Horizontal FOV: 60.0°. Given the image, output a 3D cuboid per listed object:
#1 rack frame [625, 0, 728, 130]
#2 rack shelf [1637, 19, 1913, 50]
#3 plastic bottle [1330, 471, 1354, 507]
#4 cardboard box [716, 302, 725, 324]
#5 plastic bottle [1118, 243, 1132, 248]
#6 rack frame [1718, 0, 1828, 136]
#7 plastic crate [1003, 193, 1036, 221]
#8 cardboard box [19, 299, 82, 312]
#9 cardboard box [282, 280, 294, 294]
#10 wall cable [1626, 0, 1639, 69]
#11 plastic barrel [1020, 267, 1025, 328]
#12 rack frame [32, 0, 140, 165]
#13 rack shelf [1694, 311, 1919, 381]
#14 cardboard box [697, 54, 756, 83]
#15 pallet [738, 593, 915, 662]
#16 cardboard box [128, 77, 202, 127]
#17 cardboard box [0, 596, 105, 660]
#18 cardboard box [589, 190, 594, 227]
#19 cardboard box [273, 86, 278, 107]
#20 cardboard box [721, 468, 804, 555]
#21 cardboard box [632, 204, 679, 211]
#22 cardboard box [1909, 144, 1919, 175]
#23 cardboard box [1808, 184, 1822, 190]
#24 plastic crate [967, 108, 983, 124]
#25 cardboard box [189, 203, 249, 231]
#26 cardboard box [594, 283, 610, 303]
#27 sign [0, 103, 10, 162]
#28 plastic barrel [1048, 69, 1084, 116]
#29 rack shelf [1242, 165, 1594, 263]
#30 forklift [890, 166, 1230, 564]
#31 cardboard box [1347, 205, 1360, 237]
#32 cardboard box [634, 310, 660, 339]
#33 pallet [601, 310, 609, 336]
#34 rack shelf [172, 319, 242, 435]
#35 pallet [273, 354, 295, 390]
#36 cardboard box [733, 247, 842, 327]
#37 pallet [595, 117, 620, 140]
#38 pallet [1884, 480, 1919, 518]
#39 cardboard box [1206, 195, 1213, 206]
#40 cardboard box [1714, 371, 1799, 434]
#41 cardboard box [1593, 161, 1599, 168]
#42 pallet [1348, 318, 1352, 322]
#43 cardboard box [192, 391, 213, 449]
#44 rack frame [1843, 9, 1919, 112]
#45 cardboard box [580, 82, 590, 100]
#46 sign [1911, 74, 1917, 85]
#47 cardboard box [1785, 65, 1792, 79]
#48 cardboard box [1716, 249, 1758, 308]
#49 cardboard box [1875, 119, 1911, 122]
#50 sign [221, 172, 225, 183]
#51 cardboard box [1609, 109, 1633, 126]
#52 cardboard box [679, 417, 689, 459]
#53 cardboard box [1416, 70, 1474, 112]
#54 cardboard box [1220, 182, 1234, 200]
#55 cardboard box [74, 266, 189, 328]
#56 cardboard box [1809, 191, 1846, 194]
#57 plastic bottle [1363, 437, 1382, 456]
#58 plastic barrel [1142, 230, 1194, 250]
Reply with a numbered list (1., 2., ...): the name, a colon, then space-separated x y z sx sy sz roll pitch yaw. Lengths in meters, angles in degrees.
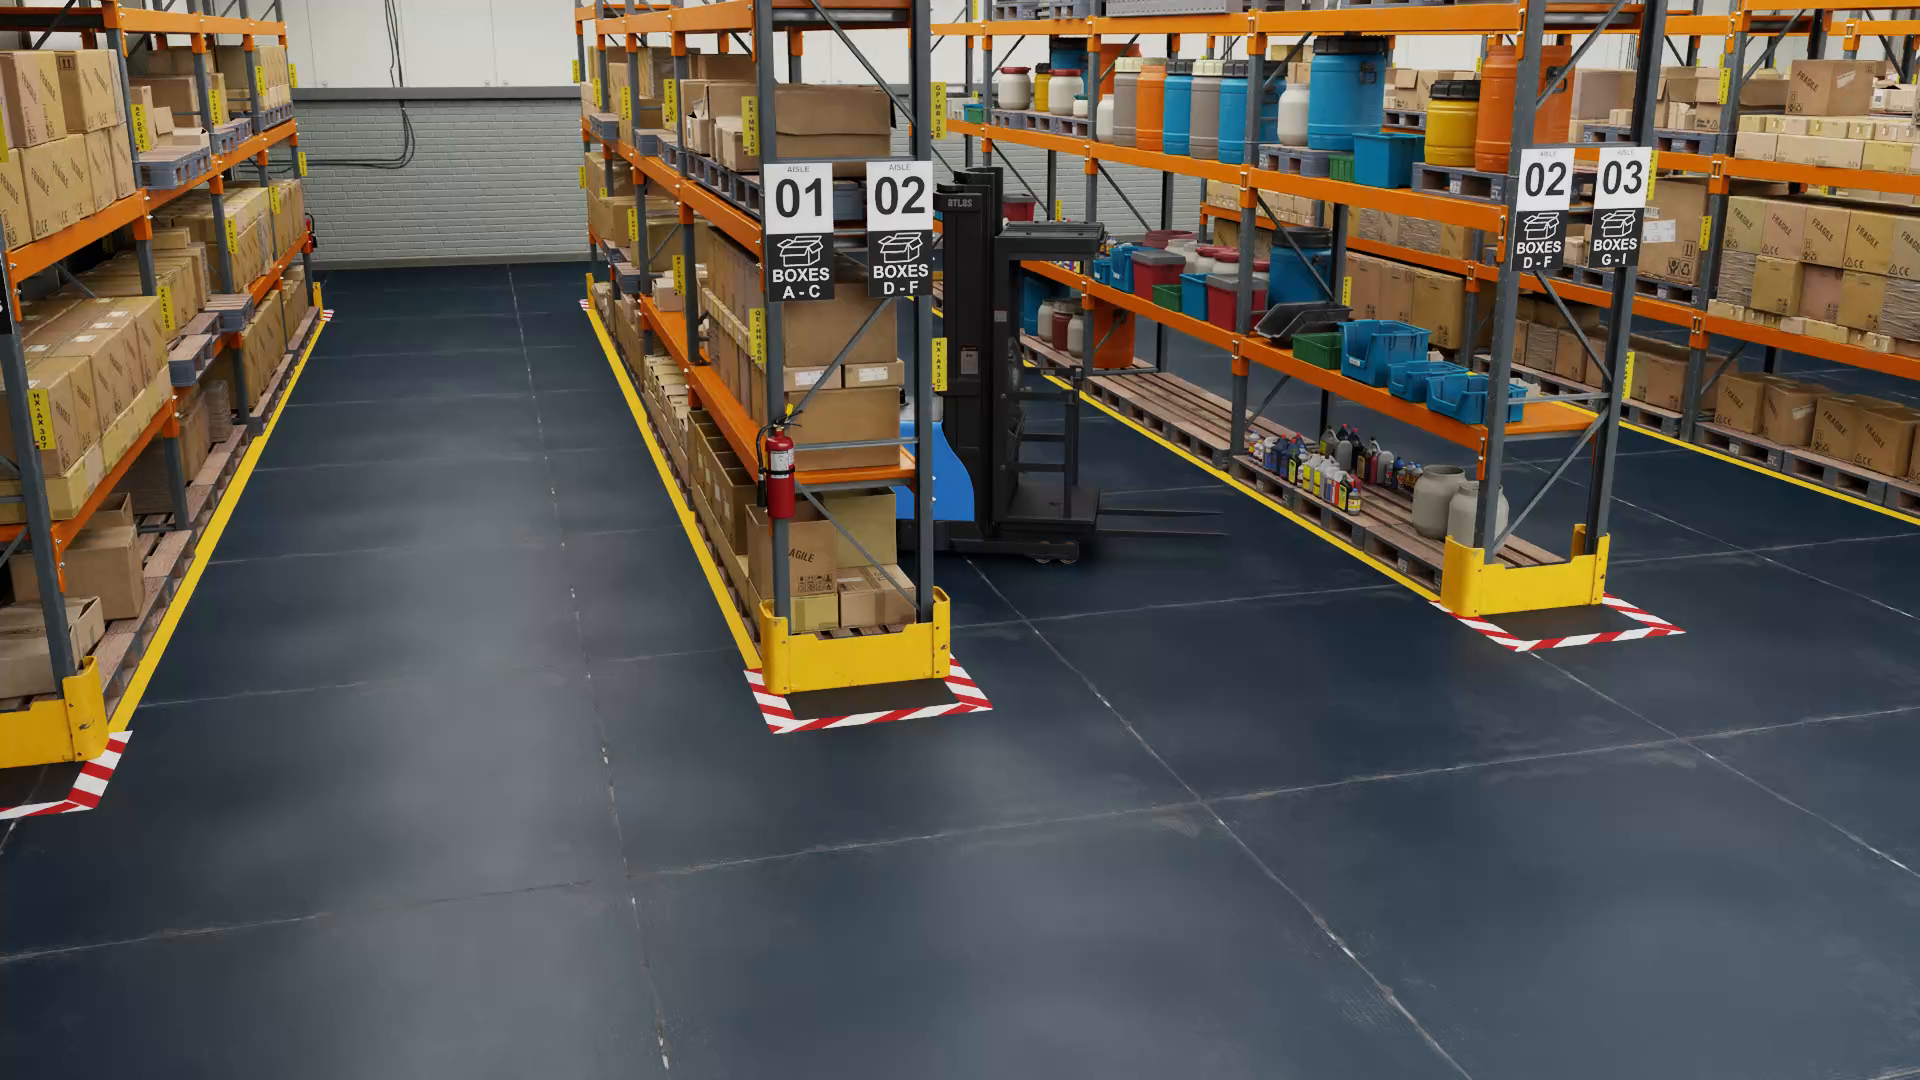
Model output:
1. rack frame: -2.863 -5.664 16.665 1.000 3.000 0.127 -5 17 -15
2. rack shelf: 10.910 -6.827 22.484 1.077 0.370 4.000 -5 17 -15
3. plastic bottle: 3.130 -0.420 13.605 0.152 0.276 0.135 -5 17 -15
4. cardboard box: -1.661 -1.740 12.729 0.380 0.149 0.250 -5 17 -16
5. plastic bottle: 1.965 -3.395 19.755 0.152 0.276 0.135 -5 17 -15
6. rack frame: 7.762 -5.339 15.585 1.000 3.000 0.127 -5 17 -15
7. plastic crate: 0.797 -4.614 23.382 0.402 0.464 0.583 -5 17 -15
8. cardboard box: -6.597 -1.442 11.960 0.500 0.500 0.500 -5 17 -17
9. cardboard box: -8.893 -3.287 21.669 0.380 0.149 0.250 -5 17 -17
10. wall cable: 15.571 -11.280 35.296 2.988 3.039 0.133 -5 17 -15
11. plastic barrel: 0.934 -3.332 22.247 0.600 0.901 0.708 -5 17 -15
12. rack frame: -6.526 -4.164 11.674 1.000 3.000 0.127 -5 17 -15
13. rack shelf: 8.312 -1.568 14.710 1.077 0.370 4.000 -5 17 -15
14. cardboard box: -1.895 -3.783 13.844 0.500 0.500 0.500 -4 17 -15
15. pallet: -0.915 0.550 11.255 1.003 0.211 1.213 -5 17 -15
16. cardboard box: -8.010 -4.365 16.617 0.700 0.500 0.500 -6 18 -18
17. cardboard box: -5.687 0.536 10.363 0.500 0.311 0.500 -3 17 -11
18. cardboard box: -5.046 -4.765 23.928 0.500 0.500 0.500 -5 17 -16
19. cardboard box: -8.935 -5.613 21.068 0.500 0.250 0.500 -5 17 -17
20. cardboard box: -1.387 -0.221 11.721 0.500 0.500 0.500 -5 17 -15
21. cardboard box: -3.417 -3.662 19.525 0.700 0.500 0.500 -10 19 -29
22. cardboard box: 8.212 -3.118 13.665 0.500 0.250 0.500 -4 17 -14
23. cardboard box: 14.420 -5.898 27.700 0.500 0.500 0.500 -5 17 -16
24. plastic crate: 0.394 -5.716 22.421 0.450 0.188 0.662 -5 17 -15
25. cardboard box: -7.791 -3.389 17.492 0.500 0.250 0.500 -5 17 -15
26. cardboard box: -5.048 -3.586 24.191 0.500 0.250 0.500 -5 17 -15
27. sign: -4.905 -2.083 8.439 0.100 0.325 0.005 -5 17 -15
28. plastic barrel: 1.268 -5.362 19.909 0.433 0.535 0.433 0 17 0
29. rack shelf: 3.549 -2.613 12.975 1.077 0.370 4.000 -5 17 -15
30. forklift: 0.620 -1.382 12.959 3.031 2.935 1.130 2 17 7
31. cardboard box: 5.589 -4.441 22.848 0.500 0.500 0.500 -5 17 -15
32. cardboard box: -3.365 -2.418 18.566 0.500 0.250 0.500 -4 17 -13
33. pallet: -4.489 -3.089 23.370 1.003 0.211 1.213 -5 17 -15
34. rack shelf: -7.075 -1.500 14.482 1.077 0.370 4.000 -5 17 -15
35. pallet: -8.440 -1.961 19.614 1.003 0.211 1.213 -5 17 -15
36. cardboard box: -1.222 -1.815 11.850 0.700 0.500 0.500 -5 17 -15
37. pallet: -3.563 -4.771 19.233 1.213 0.211 1.003 -5 17 -15
38. pallet: 8.651 -0.273 13.993 1.003 0.211 1.213 -5 17 -15
39. cardboard box: 4.245 -5.541 27.121 0.380 0.149 0.250 -4 17 -15
40. cardboard box: 7.834 -1.356 16.368 0.500 0.500 0.500 -5 18 -17
41. cardboard box: 9.971 -5.821 25.188 0.500 0.500 0.500 -5 18 -17
42. pallet: 5.848 -3.136 23.525 1.003 0.211 1.213 -5 17 -15
43. cardboard box: -7.347 -1.065 15.362 0.700 0.500 0.500 -5 17 -15
44. rack frame: 11.460 -6.810 20.481 1.000 3.000 0.127 -5 17 -15
45. cardboard box: -5.171 -6.445 23.871 0.500 0.250 0.500 -5 17 -15
46. sign: 11.995 -5.701 20.965 0.100 0.325 0.005 -5 17 -15
47. cardboard box: 10.943 -6.020 21.560 0.396 0.266 0.258 -5 17 -15
48. cardboard box: 7.826 -2.527 15.960 0.875 0.500 0.500 -5 17 -15
49. cardboard box: 8.368 -3.660 14.775 0.380 0.149 0.250 -4 17 -13
50. sign: -10.359 -5.021 23.311 0.100 0.325 0.005 -5 17 -15
51. cardboard box: 7.151 -4.503 17.690 0.380 0.166 0.250 -5 17 -17
52. cardboard box: -2.151 -0.926 14.396 0.500 0.311 0.500 -5 17 -15
53. cardboard box: 6.104 -5.653 20.940 0.500 0.500 0.500 -4 17 -12
54. cardboard box: 4.486 -5.559 26.487 0.500 0.250 0.500 -5 17 -16
55. cardboard box: -6.990 -2.028 14.051 0.700 0.500 0.500 -2 17 -8
56. cardboard box: 11.442 -4.520 21.957 0.380 0.149 0.250 -5 17 -17
57. plastic bottle: 3.595 -0.719 14.471 0.144 0.351 0.185 -5 17 -16
58. plastic barrel: 2.319 -3.142 18.461 0.600 0.536 0.708 -5 17 -15
